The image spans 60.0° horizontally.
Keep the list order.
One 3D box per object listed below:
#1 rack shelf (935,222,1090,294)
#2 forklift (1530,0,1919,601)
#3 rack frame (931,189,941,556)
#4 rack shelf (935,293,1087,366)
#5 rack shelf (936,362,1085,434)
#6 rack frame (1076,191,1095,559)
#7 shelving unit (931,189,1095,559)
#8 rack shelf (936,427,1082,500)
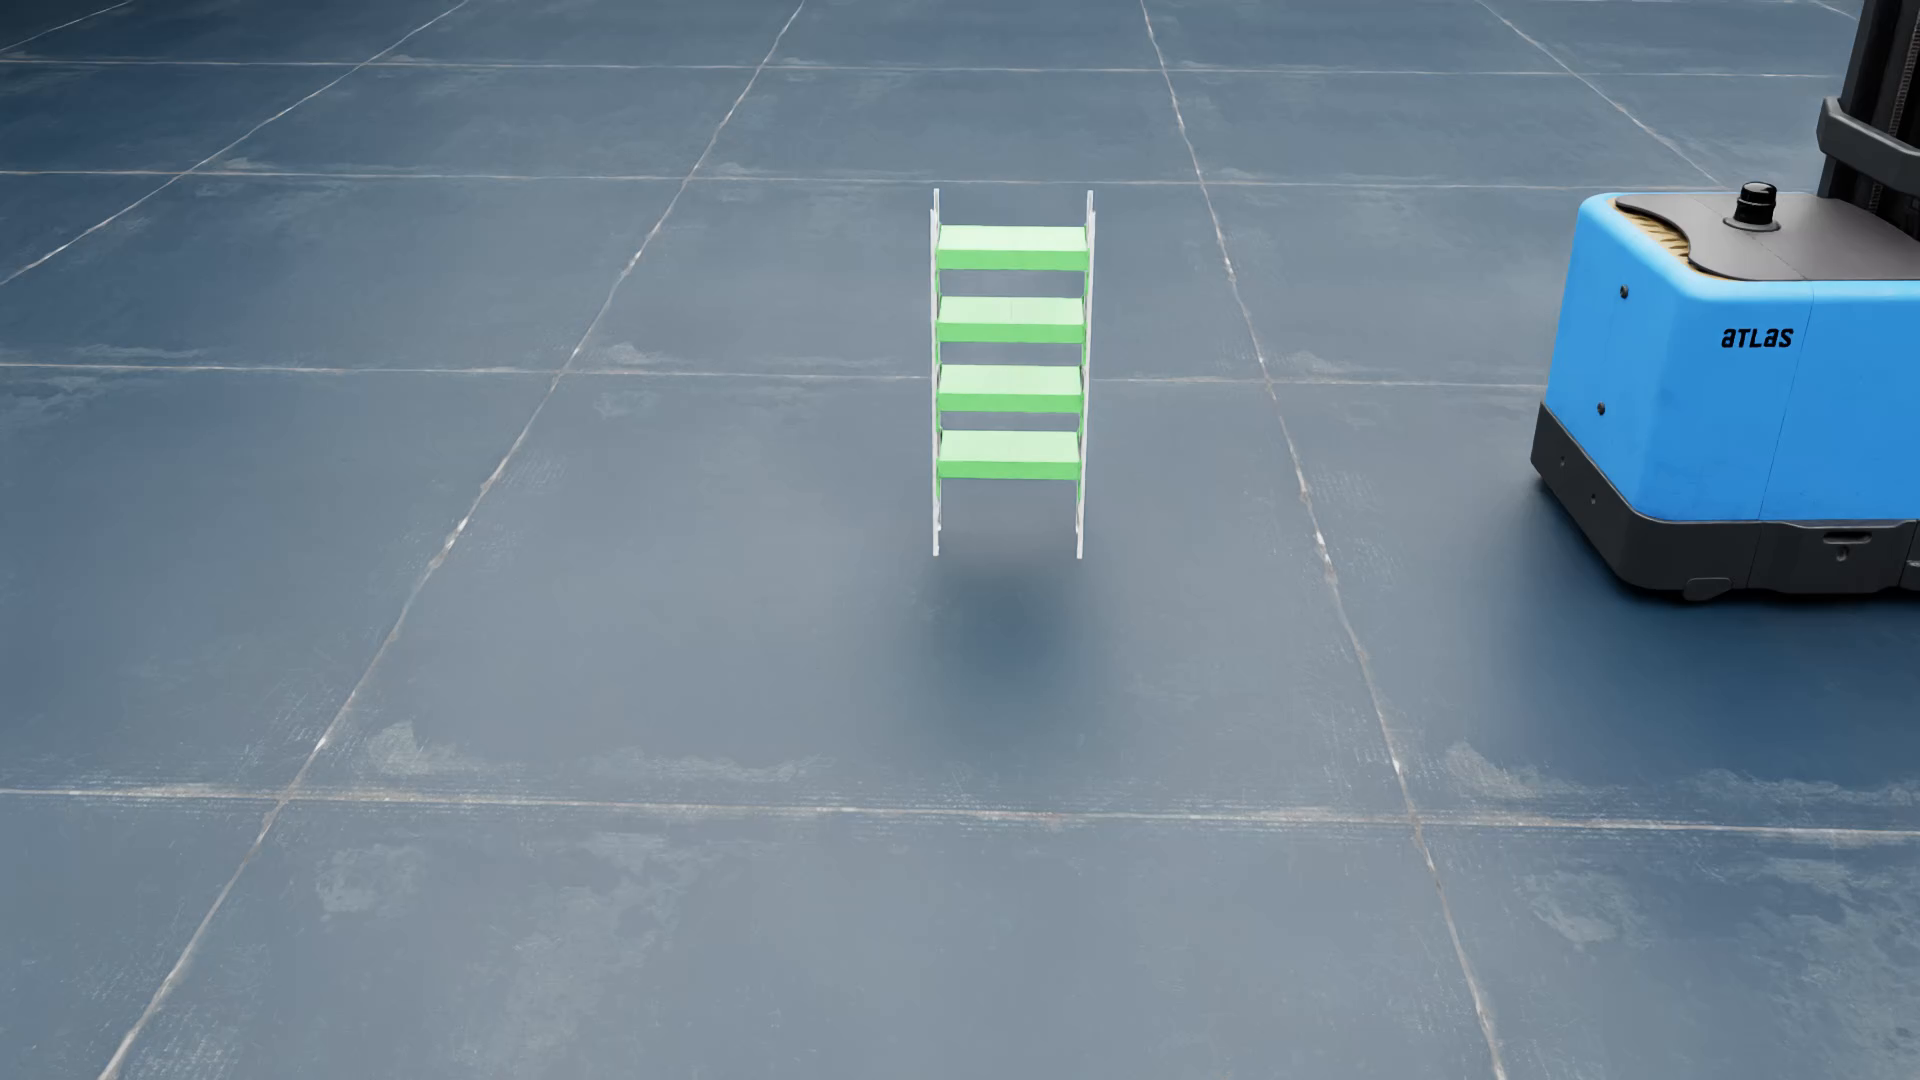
[{"bbox_3d":[0.165,-0.895,5.269,0.480,0.148,0.258,1,28,2],"label":"rack shelf"},{"bbox_3d":[3.630,-1.332,5.134,3.031,2.935,1.130,-1,28,-1],"label":"forklift"},{"bbox_3d":[-0.078,-0.531,5.471,0.015,1.200,0.240,1,28,2],"label":"rack frame"},{"bbox_3d":[0.165,-0.683,5.381,0.480,0.148,0.258,1,28,2],"label":"rack shelf"},{"bbox_3d":[0.165,-0.471,5.494,0.480,0.148,0.258,1,28,2],"label":"rack shelf"},{"bbox_3d":[0.409,-0.523,5.456,0.015,1.200,0.240,1,28,2],"label":"rack frame"},{"bbox_3d":[0.165,-0.527,5.464,0.503,1.200,0.258,1,28,2],"label":"shelving unit"},{"bbox_3d":[0.165,-0.259,5.606,0.480,0.148,0.258,1,28,2],"label":"rack shelf"}]
